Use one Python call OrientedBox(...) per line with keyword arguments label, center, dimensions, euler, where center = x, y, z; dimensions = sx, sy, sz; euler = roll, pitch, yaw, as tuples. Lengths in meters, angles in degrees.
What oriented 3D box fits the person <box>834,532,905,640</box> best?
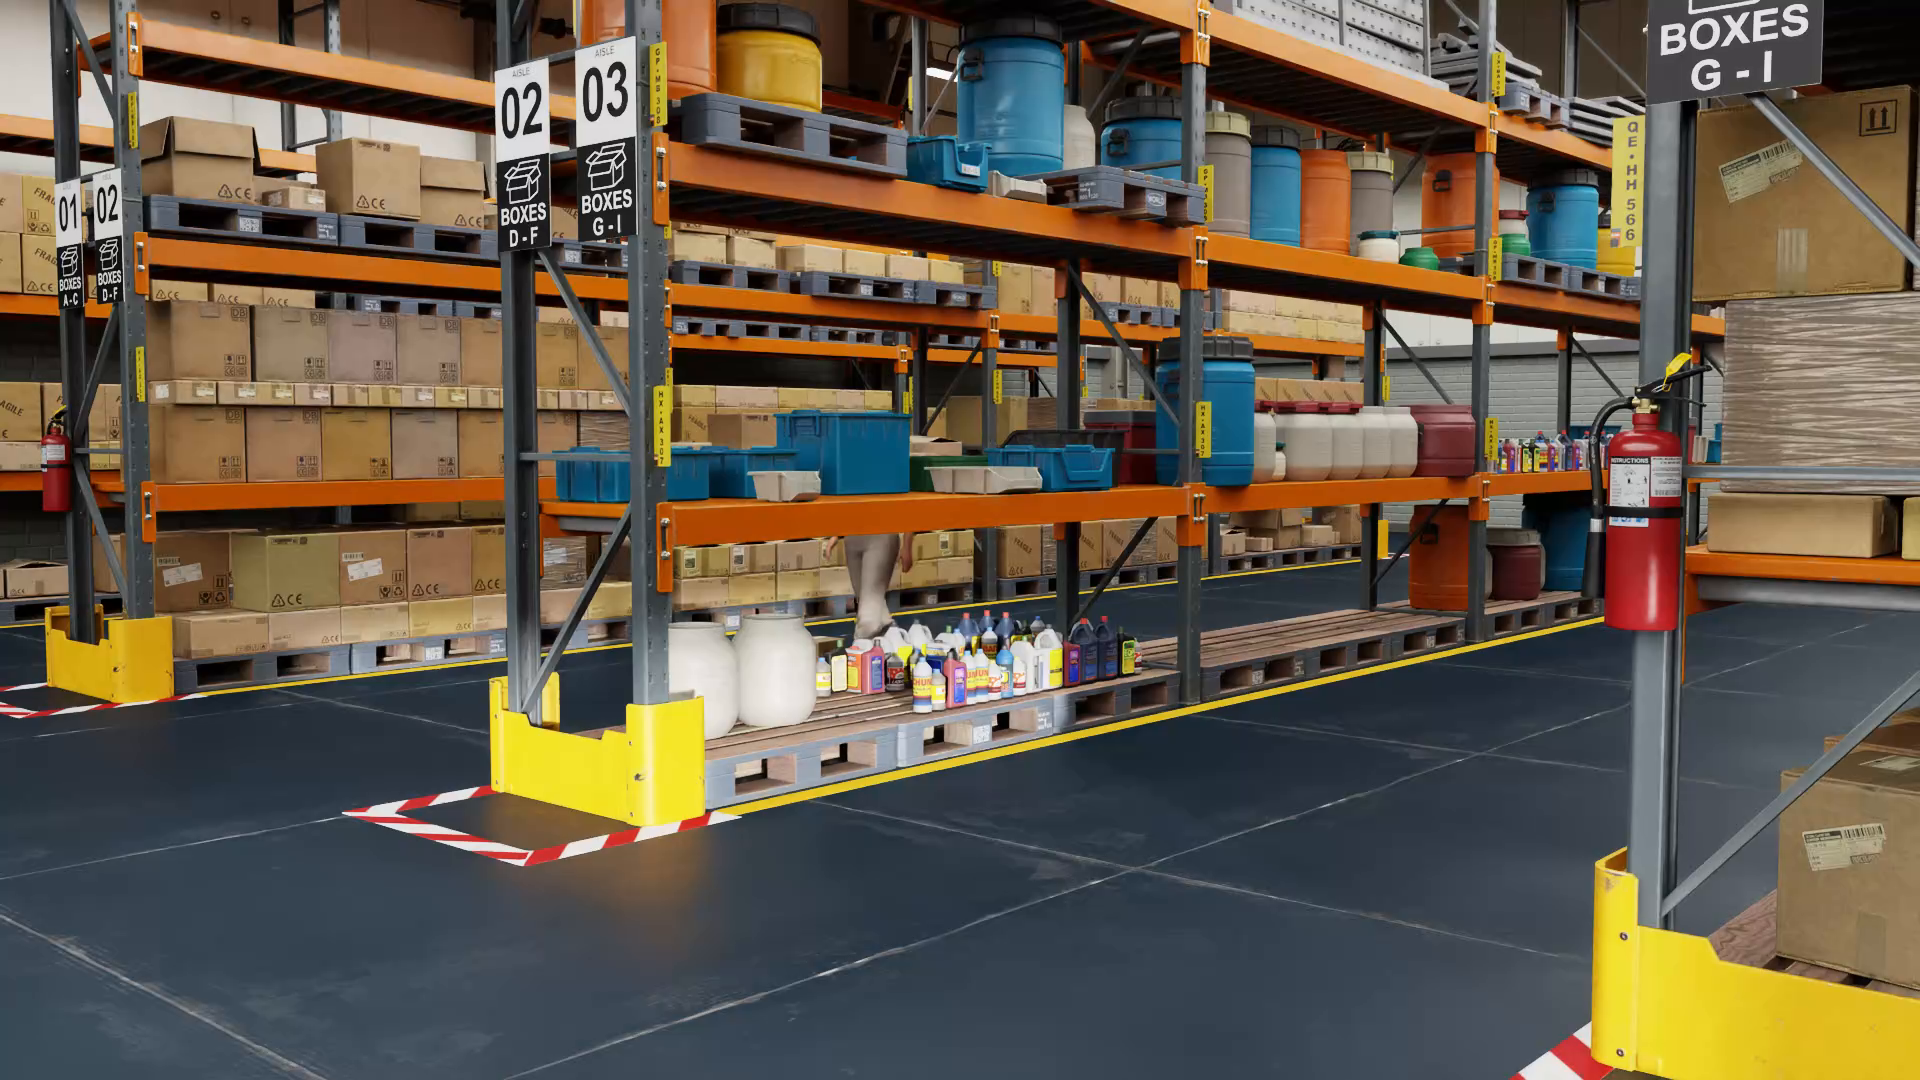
OrientedBox(label="person", center=(-0.634, 0.054, 11.410), dimensions=(0.537, 1.742, 0.646), euler=(3, 5, 42))
